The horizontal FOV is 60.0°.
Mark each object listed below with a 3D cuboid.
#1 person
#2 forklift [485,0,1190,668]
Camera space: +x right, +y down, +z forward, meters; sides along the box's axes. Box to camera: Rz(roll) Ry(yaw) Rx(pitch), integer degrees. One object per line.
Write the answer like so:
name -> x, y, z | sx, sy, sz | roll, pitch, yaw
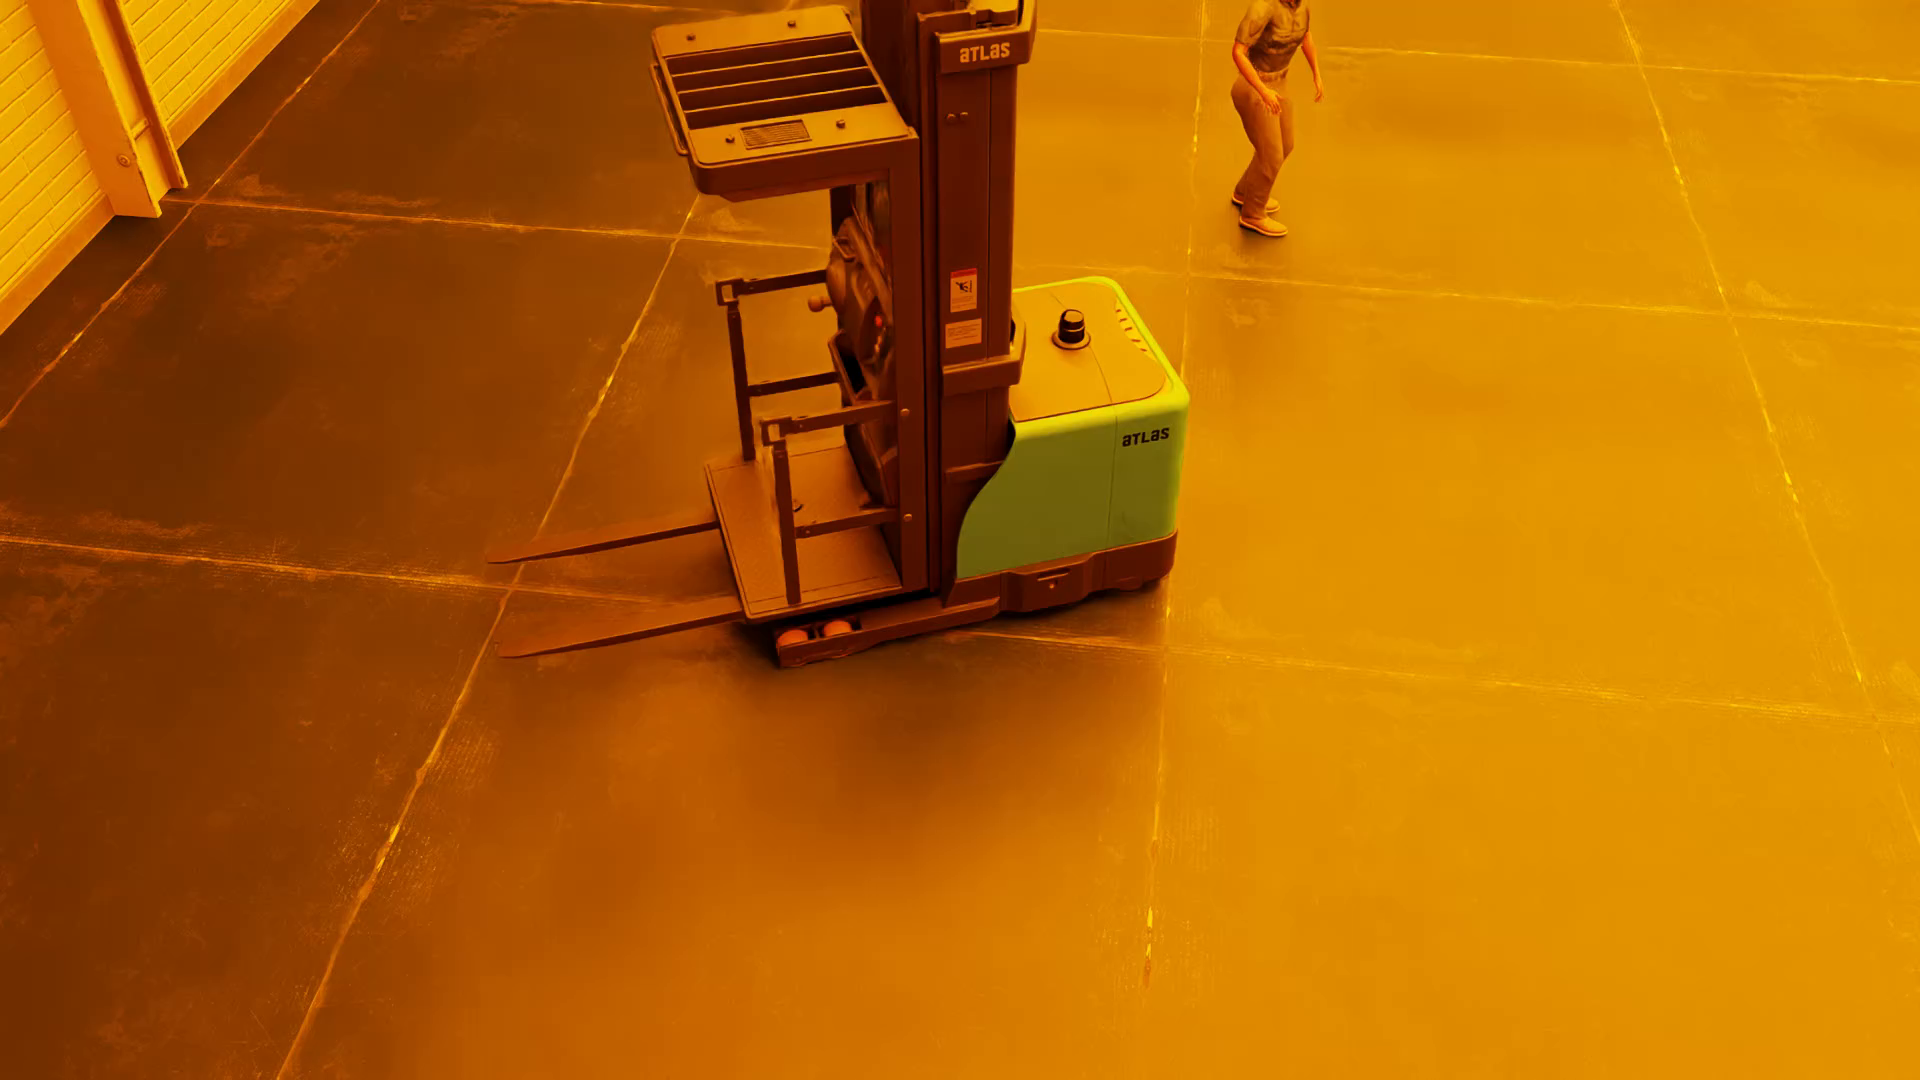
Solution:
person -> 1.824, -2.552, 9.485 | 0.463, 1.621, 0.655 | 28, 49, 27
forklift -> -0.592, -0.925, 6.731 | 3.031, 2.935, 1.130 | -11, 44, -12
